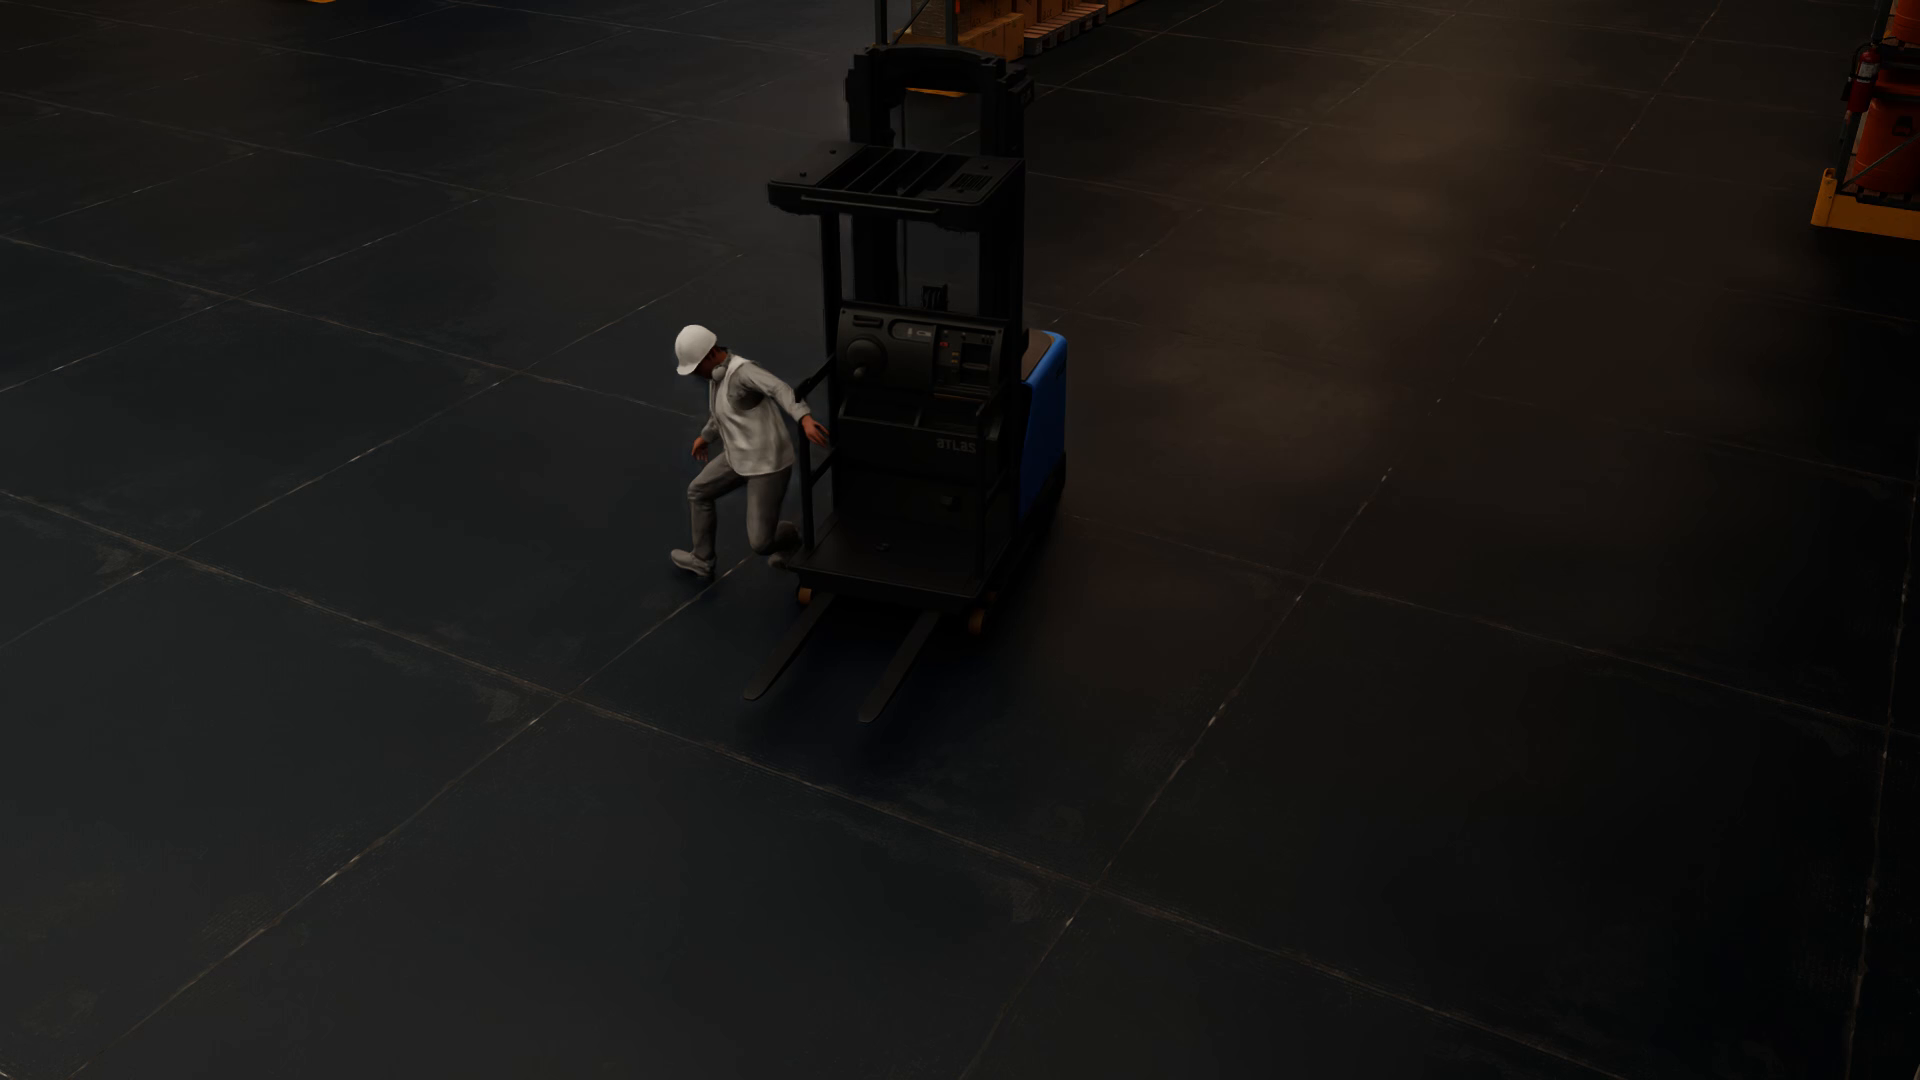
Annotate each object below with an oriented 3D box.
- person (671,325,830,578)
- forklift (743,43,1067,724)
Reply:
[{"bbox_3d":[-1.180,-0.415,9.173,0.702,1.559,1.160,-15,33,-25],"label":"person"},{"bbox_3d":[-0.282,-0.963,8.739,1.130,2.935,3.031,9,31,16],"label":"forklift"}]
